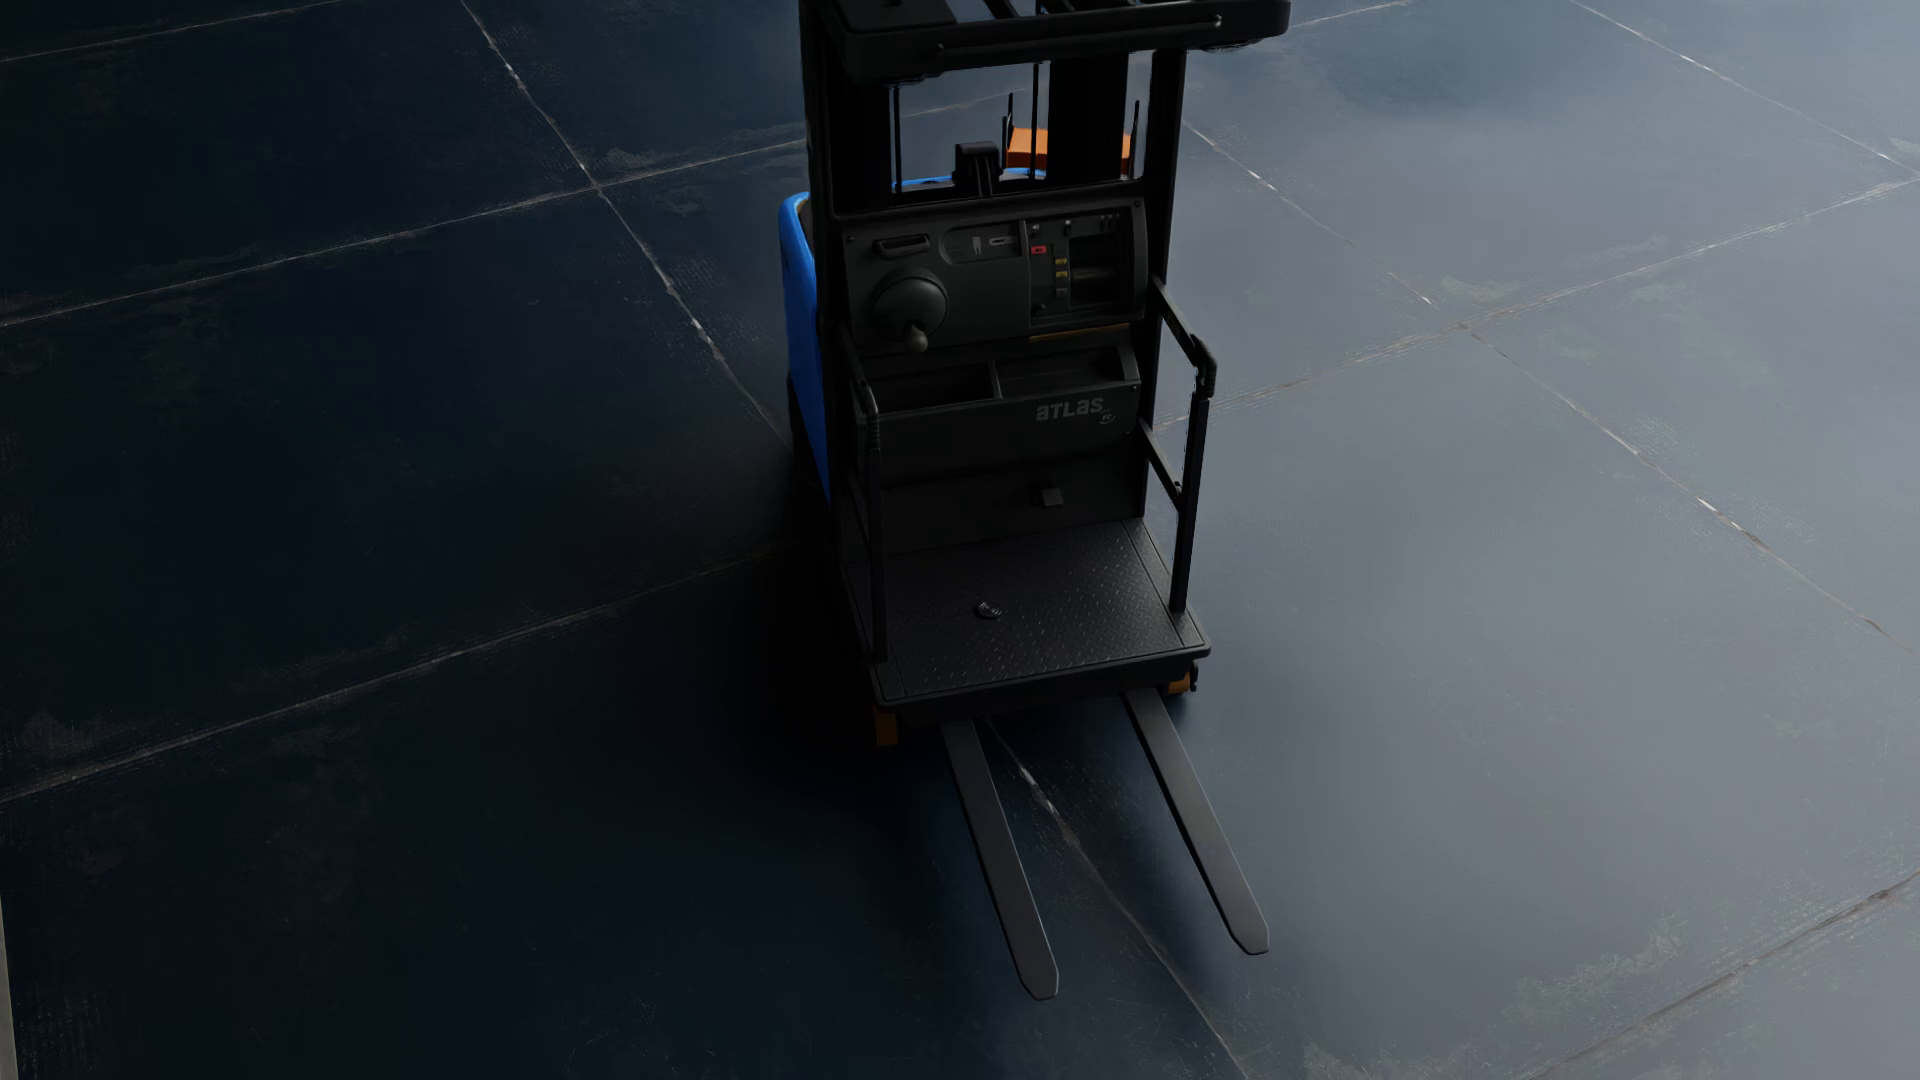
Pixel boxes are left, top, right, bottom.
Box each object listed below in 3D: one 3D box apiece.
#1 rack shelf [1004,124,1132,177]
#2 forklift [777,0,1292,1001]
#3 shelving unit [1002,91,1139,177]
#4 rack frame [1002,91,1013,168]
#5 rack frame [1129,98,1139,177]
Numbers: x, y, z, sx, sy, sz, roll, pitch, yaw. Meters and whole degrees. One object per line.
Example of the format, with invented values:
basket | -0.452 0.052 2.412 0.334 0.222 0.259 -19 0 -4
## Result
rack shelf | 0.424 -1.485 6.456 0.480 0.148 0.258 5 37 5
forklift | 0.166 -0.717 4.829 1.130 2.935 3.031 -9 41 -11
shelving unit | 0.420 -1.170 6.691 0.503 1.200 0.258 5 37 5
rack frame | 0.178 -1.189 6.714 0.015 1.200 0.240 5 37 5
rack frame | 0.662 -1.150 6.668 0.015 1.200 0.240 5 37 5
